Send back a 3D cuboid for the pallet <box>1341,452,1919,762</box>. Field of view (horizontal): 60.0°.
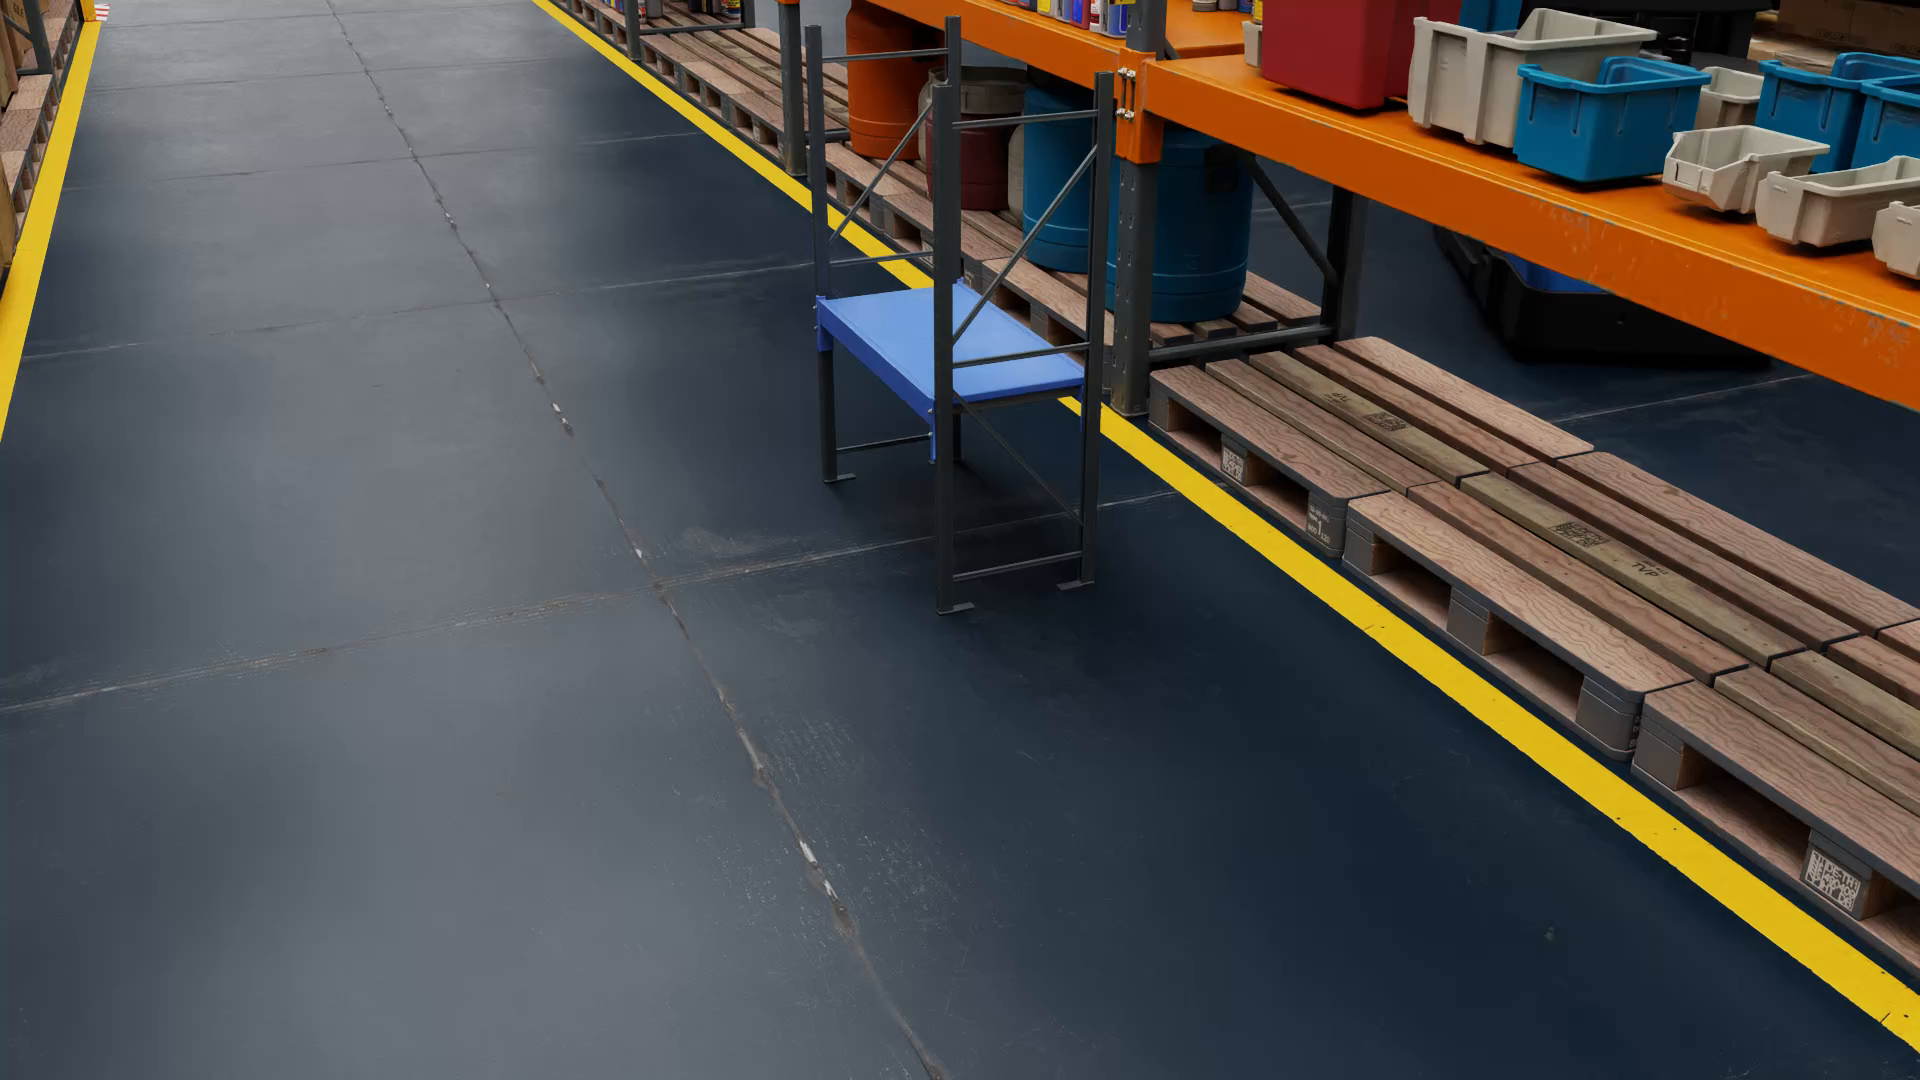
[{"bbox_3d":[1.853,0.133,4.737,1.003,0.211,1.213,-11,28,-21],"label":"pallet"}]

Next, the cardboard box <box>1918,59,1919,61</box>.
[{"bbox_3d":[5.422,-2.278,8.845,0.500,0.500,0.500,-10,28,-20],"label":"cardboard box"}]

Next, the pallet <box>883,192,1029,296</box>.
[{"bbox_3d":[0.302,-1.462,8.005,1.003,0.211,1.213,-11,28,-21],"label":"pallet"}]

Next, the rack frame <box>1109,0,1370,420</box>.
[{"bbox_3d":[1.047,-1.904,5.730,1.000,3.000,0.127,-11,28,-21],"label":"rack frame"}]

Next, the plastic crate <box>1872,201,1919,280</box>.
[{"bbox_3d":[2.028,-0.615,3.322,0.396,0.136,0.243,-11,28,-21],"label":"plastic crate"}]

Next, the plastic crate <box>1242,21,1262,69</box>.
[{"bbox_3d":[1.098,-1.600,5.339,0.396,0.136,0.243,-11,28,-21],"label":"plastic crate"}]

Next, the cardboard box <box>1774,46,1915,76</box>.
[{"bbox_3d":[4.768,-2.381,9.055,0.500,0.500,0.500,-10,28,-20],"label":"cardboard box"}]

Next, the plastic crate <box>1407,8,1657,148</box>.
[{"bbox_3d":[1.476,-1.229,4.415,0.437,0.282,0.530,-11,28,-21],"label":"plastic crate"}]

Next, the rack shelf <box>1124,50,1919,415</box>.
[{"bbox_3d":[1.831,-0.773,4.234,1.077,0.370,4.000,-11,28,-21],"label":"rack shelf"}]

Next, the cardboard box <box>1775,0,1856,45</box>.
[{"bbox_3d":[5.053,-3.008,9.484,0.500,0.250,0.500,-11,28,-22],"label":"cardboard box"}]

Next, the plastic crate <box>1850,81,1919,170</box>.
[{"bbox_3d":[2.305,-0.928,3.855,0.416,0.233,0.300,-11,28,-21],"label":"plastic crate"}]

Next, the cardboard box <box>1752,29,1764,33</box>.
[{"bbox_3d":[4.358,-2.796,9.905,0.500,0.500,0.500,-11,28,-21],"label":"cardboard box"}]

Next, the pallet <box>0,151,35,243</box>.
[{"bbox_3d":[-5.381,-1.730,8.553,1.003,0.211,1.213,-11,28,-21],"label":"pallet"}]

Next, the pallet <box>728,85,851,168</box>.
[{"bbox_3d":[-0.787,-2.585,10.303,1.003,0.211,1.213,-11,28,-21],"label":"pallet"}]

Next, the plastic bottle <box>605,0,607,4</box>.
[{"bbox_3d":[-2.936,-4.601,13.943,0.097,0.201,0.097,0,26,0],"label":"plastic bottle"}]

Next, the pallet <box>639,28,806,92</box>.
[{"bbox_3d":[-1.742,-3.570,12.321,1.003,0.211,1.213,-11,28,-21],"label":"pallet"}]

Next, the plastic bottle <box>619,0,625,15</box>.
[{"bbox_3d":[-2.678,-4.428,13.419,0.144,0.351,0.185,-12,29,-23],"label":"plastic bottle"}]

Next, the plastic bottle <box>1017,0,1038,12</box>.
[{"bbox_3d":[0.314,-2.271,6.538,0.144,0.351,0.185,-11,28,-21],"label":"plastic bottle"}]

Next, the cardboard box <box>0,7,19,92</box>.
[{"bbox_3d":[-6.422,-3.105,10.538,0.700,0.500,0.500,-13,29,-25],"label":"cardboard box"}]

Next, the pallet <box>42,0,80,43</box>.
[{"bbox_3d":[-7.894,-4.279,13.774,1.003,0.211,1.213,-11,28,-21],"label":"pallet"}]

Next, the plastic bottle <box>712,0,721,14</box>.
[{"bbox_3d":[-1.959,-4.437,13.521,0.152,0.276,0.135,-10,28,-19],"label":"plastic bottle"}]

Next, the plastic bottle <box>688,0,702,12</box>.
[{"bbox_3d":[-2.152,-4.513,13.592,0.144,0.351,0.185,-11,28,-21],"label":"plastic bottle"}]

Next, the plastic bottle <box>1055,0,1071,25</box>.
[{"bbox_3d":[0.453,-2.099,6.271,0.152,0.276,0.135,-11,28,-21],"label":"plastic bottle"}]

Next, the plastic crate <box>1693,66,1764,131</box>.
[{"bbox_3d":[2.006,-1.161,4.441,0.293,0.136,0.466,-11,28,-21],"label":"plastic crate"}]

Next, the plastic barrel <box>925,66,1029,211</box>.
[{"bbox_3d":[0.131,-1.973,8.142,0.600,0.588,0.708,-11,28,-21],"label":"plastic barrel"}]

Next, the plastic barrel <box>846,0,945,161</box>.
[{"bbox_3d":[-0.312,-2.537,9.023,0.600,0.830,0.708,-11,28,-21],"label":"plastic barrel"}]

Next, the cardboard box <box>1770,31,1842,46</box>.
[{"bbox_3d":[5.036,-2.685,9.679,0.500,0.500,0.500,-12,28,-23],"label":"cardboard box"}]

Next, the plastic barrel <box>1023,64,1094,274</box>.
[{"bbox_3d":[0.573,-1.658,7.139,0.600,0.901,0.708,-11,28,-21],"label":"plastic barrel"}]

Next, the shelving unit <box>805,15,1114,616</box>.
[{"bbox_3d":[-0.033,-0.708,4.991,0.538,1.500,1.048,-11,28,-21],"label":"shelving unit"}]

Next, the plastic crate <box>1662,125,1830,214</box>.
[{"bbox_3d":[1.763,-0.839,3.782,0.298,0.136,0.250,-11,28,-21],"label":"plastic crate"}]

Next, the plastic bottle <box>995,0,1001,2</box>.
[{"bbox_3d":[0.202,-2.357,6.800,0.152,0.276,0.135,-11,28,-21],"label":"plastic bottle"}]

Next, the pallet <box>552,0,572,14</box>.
[{"bbox_3d":[-3.266,-5.143,15.544,1.003,0.211,1.213,-11,28,-21],"label":"pallet"}]

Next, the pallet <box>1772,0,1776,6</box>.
[{"bbox_3d":[7.337,-5.268,15.800,1.003,0.211,1.213,-11,28,-21],"label":"pallet"}]

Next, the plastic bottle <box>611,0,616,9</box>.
[{"bbox_3d":[-2.804,-4.559,13.686,0.144,0.351,0.185,-11,28,-21],"label":"plastic bottle"}]

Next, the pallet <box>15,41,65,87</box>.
[{"bbox_3d":[-6.938,-3.294,11.756,1.003,0.211,1.213,-11,28,-21],"label":"pallet"}]

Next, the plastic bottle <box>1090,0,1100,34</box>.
[{"bbox_3d":[0.525,-1.960,6.072,0.097,0.201,0.097,0,26,0],"label":"plastic bottle"}]

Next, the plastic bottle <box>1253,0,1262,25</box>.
[{"bbox_3d":[1.192,-2.095,6.179,0.144,0.351,0.185,-11,28,-21],"label":"plastic bottle"}]

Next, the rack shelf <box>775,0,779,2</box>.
[{"bbox_3d":[-1.302,-4.002,10.849,1.077,0.370,4.000,-11,28,-21],"label":"rack shelf"}]

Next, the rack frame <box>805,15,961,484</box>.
[{"bbox_3d":[-0.232,-0.914,5.412,0.500,1.500,0.032,-11,28,-21],"label":"rack frame"}]

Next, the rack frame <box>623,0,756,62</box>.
[{"bbox_3d":[-2.085,-5.133,12.345,1.000,3.000,0.127,-11,28,-21],"label":"rack frame"}]

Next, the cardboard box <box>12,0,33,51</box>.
[{"bbox_3d":[-6.994,-3.746,11.874,0.500,0.500,0.500,-2,26,-4],"label":"cardboard box"}]

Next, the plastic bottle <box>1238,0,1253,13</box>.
[{"bbox_3d":[1.144,-2.204,6.491,0.097,0.271,0.097,0,26,0],"label":"plastic bottle"}]

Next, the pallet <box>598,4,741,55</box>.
[{"bbox_3d":[-2.310,-4.158,13.526,1.003,0.211,1.213,-11,28,-21],"label":"pallet"}]

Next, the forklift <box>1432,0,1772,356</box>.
[{"bbox_3d":[2.891,-2.655,7.348,1.130,2.935,3.031,2,26,4],"label":"forklift"}]

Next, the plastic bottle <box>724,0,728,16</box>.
[{"bbox_3d":[-1.847,-4.318,13.364,0.097,0.201,0.097,0,26,0],"label":"plastic bottle"}]

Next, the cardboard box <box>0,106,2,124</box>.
[{"bbox_3d":[-6.033,-2.683,9.675,0.700,0.500,0.500,-13,29,-25],"label":"cardboard box"}]

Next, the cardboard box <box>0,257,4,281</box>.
[{"bbox_3d":[-4.483,-1.258,6.351,1.225,0.875,0.875,-10,28,-20],"label":"cardboard box"}]

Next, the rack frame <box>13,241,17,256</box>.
[{"bbox_3d":[-5.076,-2.667,7.294,1.000,3.000,0.127,-11,28,-21],"label":"rack frame"}]

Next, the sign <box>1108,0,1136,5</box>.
[{"bbox_3d":[0.541,-1.934,5.477,0.100,0.325,0.005,-11,28,-21],"label":"sign"}]

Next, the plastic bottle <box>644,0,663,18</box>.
[{"bbox_3d":[-2.470,-4.376,13.311,0.144,0.351,0.185,-11,28,-21],"label":"plastic bottle"}]
